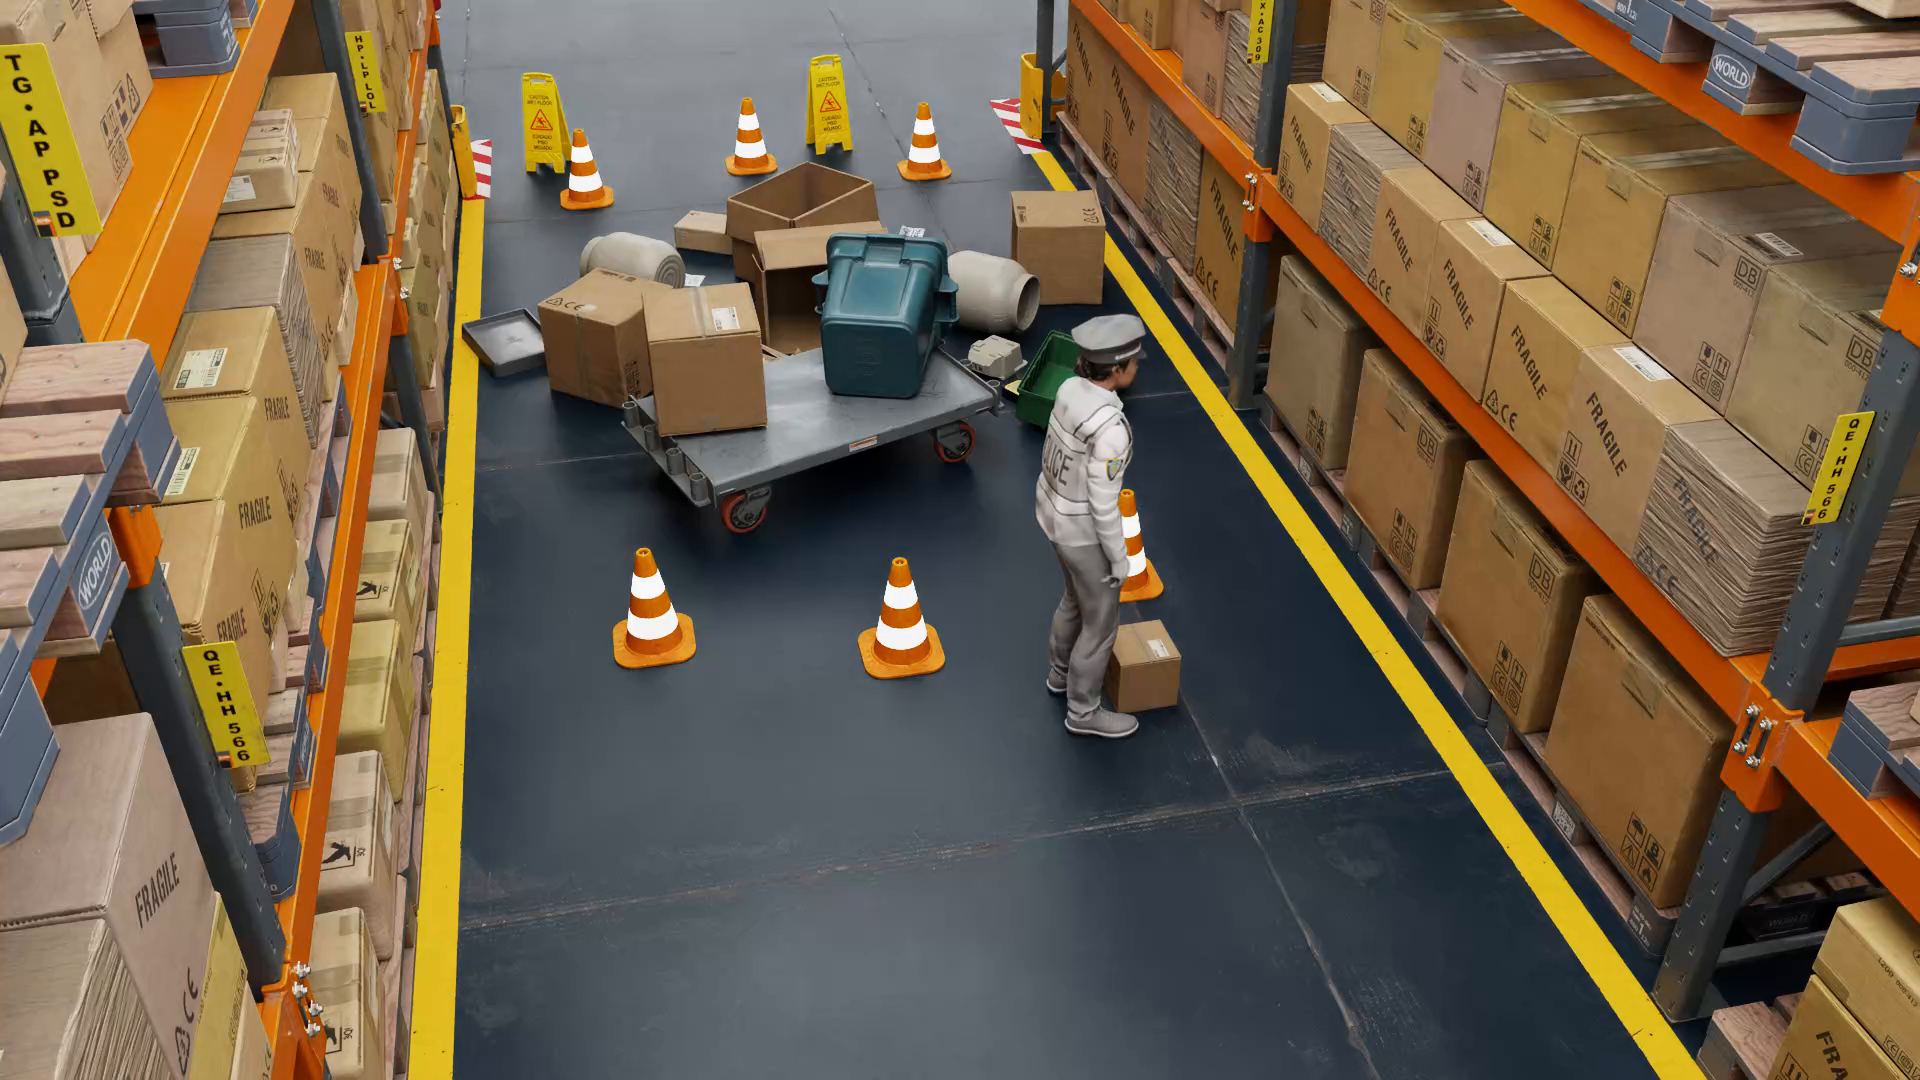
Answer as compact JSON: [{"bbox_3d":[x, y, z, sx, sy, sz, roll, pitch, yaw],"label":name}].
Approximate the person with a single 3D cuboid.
[{"bbox_3d":[0.481,-0.046,6.205,0.371,1.666,0.547,-9,36,-13],"label":"person"}]
